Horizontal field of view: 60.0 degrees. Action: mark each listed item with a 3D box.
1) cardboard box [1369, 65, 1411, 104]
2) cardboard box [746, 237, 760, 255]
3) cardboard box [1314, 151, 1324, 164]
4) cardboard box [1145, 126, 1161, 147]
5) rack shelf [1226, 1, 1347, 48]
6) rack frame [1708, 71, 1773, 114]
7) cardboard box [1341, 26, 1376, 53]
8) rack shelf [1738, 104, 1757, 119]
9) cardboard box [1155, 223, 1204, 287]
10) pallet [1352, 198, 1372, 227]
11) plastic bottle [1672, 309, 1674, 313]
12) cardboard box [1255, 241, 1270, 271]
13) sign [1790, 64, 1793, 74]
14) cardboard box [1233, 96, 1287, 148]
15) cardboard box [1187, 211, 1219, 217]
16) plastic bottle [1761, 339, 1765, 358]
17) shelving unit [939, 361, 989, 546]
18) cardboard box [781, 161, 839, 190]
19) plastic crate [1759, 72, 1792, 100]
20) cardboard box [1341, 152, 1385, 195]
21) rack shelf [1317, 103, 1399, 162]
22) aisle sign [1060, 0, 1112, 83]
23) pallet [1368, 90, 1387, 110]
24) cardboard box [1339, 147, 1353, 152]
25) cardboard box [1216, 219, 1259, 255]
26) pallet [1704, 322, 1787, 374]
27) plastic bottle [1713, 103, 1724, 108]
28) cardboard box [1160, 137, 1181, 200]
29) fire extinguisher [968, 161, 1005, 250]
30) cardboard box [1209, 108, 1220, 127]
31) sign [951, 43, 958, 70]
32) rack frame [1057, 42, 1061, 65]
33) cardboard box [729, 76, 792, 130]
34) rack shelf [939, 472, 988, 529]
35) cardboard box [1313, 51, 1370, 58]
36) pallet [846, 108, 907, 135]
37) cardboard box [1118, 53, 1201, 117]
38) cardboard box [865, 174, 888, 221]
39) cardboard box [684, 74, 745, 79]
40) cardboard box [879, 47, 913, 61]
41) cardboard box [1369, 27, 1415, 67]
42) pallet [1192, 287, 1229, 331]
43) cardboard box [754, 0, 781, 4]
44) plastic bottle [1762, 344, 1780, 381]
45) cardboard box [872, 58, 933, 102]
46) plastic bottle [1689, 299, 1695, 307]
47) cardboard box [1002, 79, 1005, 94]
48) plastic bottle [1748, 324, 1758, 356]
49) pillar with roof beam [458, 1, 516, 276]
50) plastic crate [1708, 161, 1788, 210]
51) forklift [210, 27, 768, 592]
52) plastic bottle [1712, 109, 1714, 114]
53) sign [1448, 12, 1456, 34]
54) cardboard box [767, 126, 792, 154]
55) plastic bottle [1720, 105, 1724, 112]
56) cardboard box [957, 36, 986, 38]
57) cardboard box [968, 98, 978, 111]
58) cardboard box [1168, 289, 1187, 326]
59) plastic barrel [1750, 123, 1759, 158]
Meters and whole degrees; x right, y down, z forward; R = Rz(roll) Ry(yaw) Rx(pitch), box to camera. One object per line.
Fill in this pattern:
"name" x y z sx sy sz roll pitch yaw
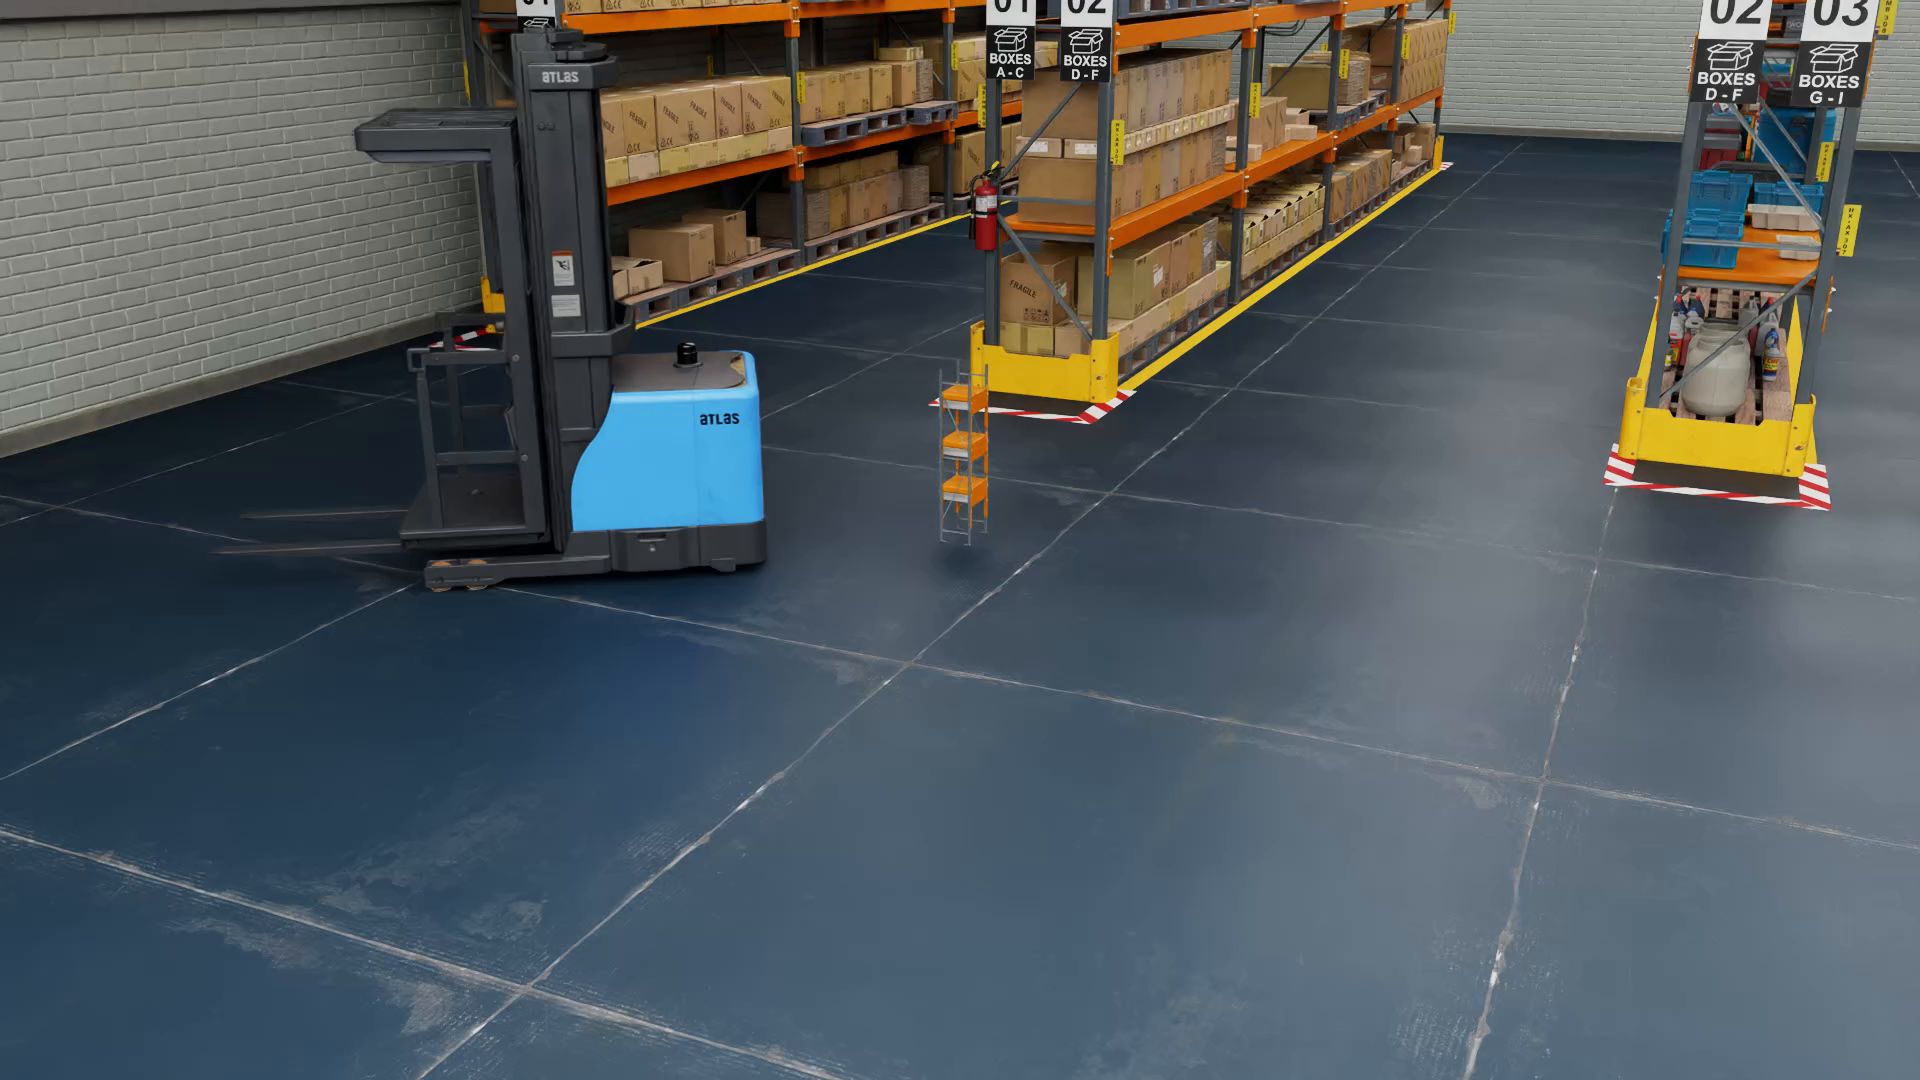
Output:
"cardboard box" 6.047 -6.445 23.466 0.500 0.500 0.500 9 22 24
"cardboard box" -2.399 -3.217 18.111 0.380 0.166 0.250 6 20 16
"cardboard box" 4.554 -5.089 21.756 0.500 0.250 0.500 8 21 22
"cardboard box" 1.454 -3.370 13.851 0.380 0.149 0.250 8 21 21
"rack shelf" 3.132 -5.520 17.610 1.077 0.370 4.000 9 21 23
"rack frame" 8.469 -4.376 17.797 1.000 3.000 0.127 9 21 23
"cardboard box" 5.560 -6.988 23.500 0.500 0.500 0.500 9 21 23
"rack shelf" 10.926 -5.871 23.075 1.077 0.370 4.000 9 21 23
"cardboard box" 1.906 -2.613 15.198 0.500 0.500 0.500 9 21 23
"pallet" 4.792 -4.338 21.851 1.003 0.211 1.213 9 21 23
"plastic bottle" 5.939 -1.788 13.918 0.061 0.283 0.133 10 22 25
"cardboard box" 2.915 -2.982 17.353 0.500 0.250 0.500 9 22 24
"sign" 12.253 -6.828 24.448 0.100 0.325 0.005 9 21 23
"cardboard box" 3.279 -4.589 18.246 0.500 0.500 0.500 7 21 20
"cardboard box" 2.425 -3.324 17.478 0.500 0.311 0.500 9 22 24
"plastic bottle" 6.526 -1.559 13.396 0.097 0.201 0.097 0 20 0
"shelving unit" 0.022 -0.511 9.839 0.215 1.050 0.252 9 21 23
"cardboard box" -1.744 -4.258 19.419 0.500 0.250 0.500 8 21 22
"plastic crate" 10.701 -5.896 21.885 0.402 0.464 0.583 9 21 23
"cardboard box" 5.439 -4.969 22.538 0.500 0.500 0.500 9 21 23
"rack shelf" 4.770 -5.329 21.551 1.077 0.370 4.000 9 21 23
"aisle sign" 0.928 -3.774 12.224 0.394 0.787 0.004 9 21 23
"pallet" 5.162 -5.960 22.537 1.003 0.211 1.213 9 21 23
"cardboard box" 5.169 -5.195 23.173 0.500 0.500 0.500 8 21 20
"cardboard box" 2.710 -3.093 16.828 0.500 0.311 0.500 9 21 23
"pallet" 6.518 -1.640 14.265 1.003 0.211 1.213 9 21 23
"plastic bottle" 9.190 -5.168 20.209 0.152 0.276 0.135 9 21 23
"cardboard box" 1.510 -3.273 14.546 0.700 0.500 0.500 9 22 24
"fire extinguisher" 0.203 -2.602 12.925 0.296 0.674 0.183 9 21 23
"cardboard box" 2.189 -3.918 15.393 0.380 0.149 0.250 8 21 21
"sign" -0.071 -6.172 21.237 0.100 0.325 0.005 9 21 23
"rack frame" 1.068 -6.958 25.058 1.000 3.000 0.127 9 21 23
"cardboard box" -2.119 -4.618 17.551 0.500 0.500 0.500 8 21 23
"rack shelf" 0.022 -0.239 9.936 0.215 0.259 0.240 9 21 23
"cardboard box" 5.191 -6.410 22.741 0.700 0.500 0.500 2 20 4
"pallet" -1.343 -5.034 19.934 1.003 0.211 1.213 9 21 23
"cardboard box" 1.726 -4.048 14.790 0.700 0.500 0.500 9 21 23
"cardboard box" -1.311 -4.240 20.489 0.700 0.500 0.500 8 21 22
"cardboard box" -2.591 -4.690 17.754 0.500 0.500 0.500 8 21 21
"cardboard box" -0.802 -6.085 20.830 0.380 0.149 0.250 5 20 14
"cardboard box" 6.039 -6.903 23.262 0.500 0.500 0.500 9 22 24
"pallet" 1.949 -2.283 16.073 1.003 0.211 1.213 9 21 23
"cardboard box" -2.190 -5.793 17.127 0.500 0.500 0.500 9 22 24
"plastic bottle" 6.220 -1.364 12.742 0.097 0.271 0.097 0 20 0
"cardboard box" -0.753 -5.845 21.121 0.700 0.500 0.500 6 20 16
"plastic bottle" 6.290 -1.926 14.306 0.061 0.283 0.133 9 21 23
"cardboard box" 0.290 -6.356 22.741 0.500 0.500 0.500 8 21 22
"plastic bottle" 6.452 -1.652 13.535 0.061 0.283 0.133 9 21 23
"pillar with roof beam" -0.421 -5.858 13.012 9.100 9.000 0.400 9 21 23
"plastic crate" 6.500 -2.981 13.968 0.767 0.338 0.504 9 21 23
"forklift" -2.657 -1.284 9.204 3.031 2.935 1.130 -3 20 -8
"plastic bottle" 8.713 -4.853 19.311 0.061 0.283 0.133 9 21 23
"sign" 7.725 -8.114 26.109 0.100 0.325 0.005 9 21 23
"cardboard box" -2.125 -4.265 17.679 0.500 0.250 0.500 9 21 23
"plastic bottle" 9.095 -5.097 20.010 0.152 0.276 0.135 9 21 23
"cardboard box" 0.272 -6.707 22.608 0.500 0.250 0.500 9 21 23
"cardboard box" 0.074 -5.841 22.261 0.380 0.149 0.250 9 22 24
"cardboard box" 1.714 -2.105 14.889 0.500 0.250 0.500 9 21 23
"plastic barrel" 8.070 -3.956 16.449 0.421 0.512 0.421 0 20 0
